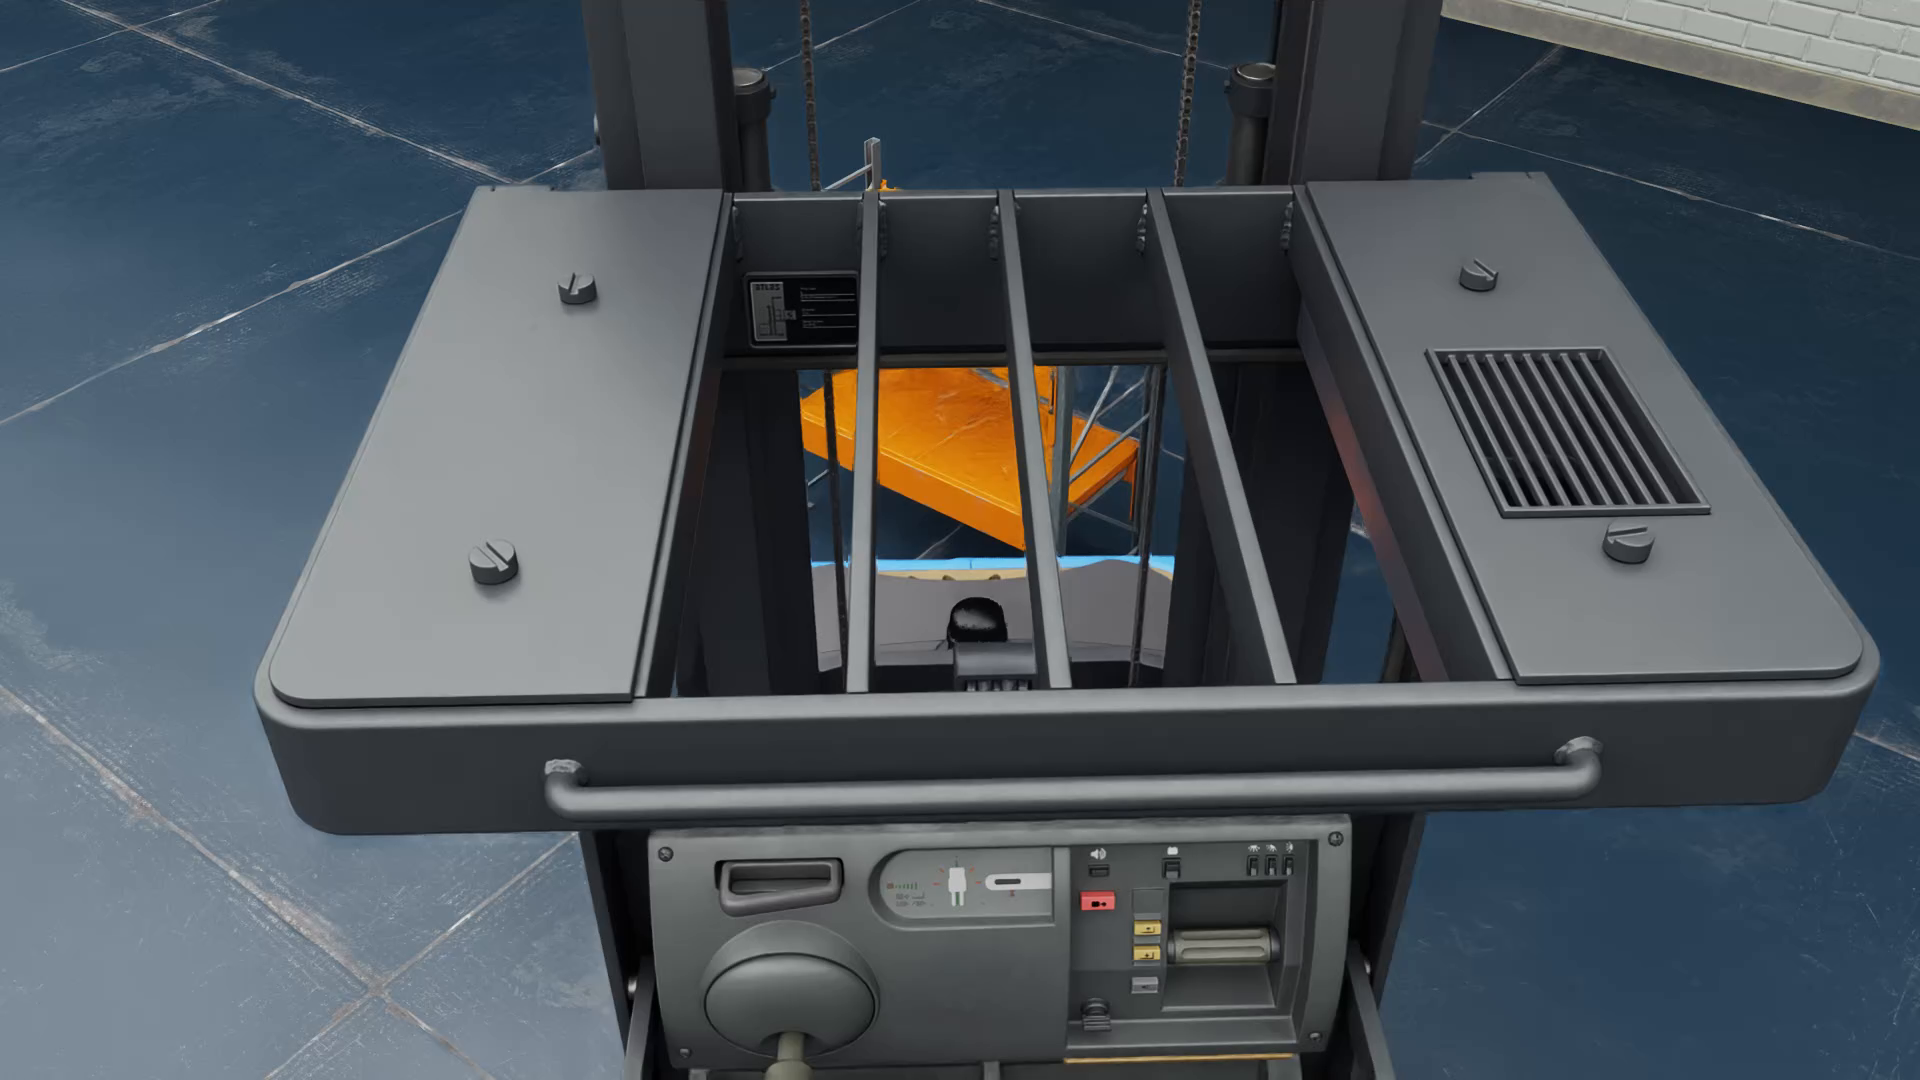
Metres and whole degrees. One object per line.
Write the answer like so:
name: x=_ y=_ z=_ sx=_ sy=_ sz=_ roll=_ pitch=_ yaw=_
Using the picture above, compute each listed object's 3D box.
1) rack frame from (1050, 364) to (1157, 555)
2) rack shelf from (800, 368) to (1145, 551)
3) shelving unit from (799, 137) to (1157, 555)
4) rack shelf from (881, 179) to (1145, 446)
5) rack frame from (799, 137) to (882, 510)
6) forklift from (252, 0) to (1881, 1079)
rack frame: x=0.409 y=-0.250 z=4.657 sx=0.032 sy=1.125 sz=0.500 roll=25 pitch=45 yaw=29
rack shelf: x=0.005 y=-0.248 z=5.051 sx=1.000 sy=0.278 sz=0.538 roll=25 pitch=45 yaw=29
shelving unit: x=0.005 y=-0.440 z=4.900 sx=1.048 sy=1.125 sz=0.538 roll=25 pitch=45 yaw=29
rack shelf: x=0.005 y=-0.671 z=4.720 sx=1.000 sy=0.278 sz=0.538 roll=25 pitch=45 yaw=29
rack frame: x=-0.398 y=-0.631 z=5.143 sx=0.032 sy=1.125 sz=0.500 roll=25 pitch=45 yaw=29
forklift: x=0.064 y=0.632 z=2.066 sx=1.130 sy=2.935 sz=3.031 roll=-1 pitch=38 yaw=-1
